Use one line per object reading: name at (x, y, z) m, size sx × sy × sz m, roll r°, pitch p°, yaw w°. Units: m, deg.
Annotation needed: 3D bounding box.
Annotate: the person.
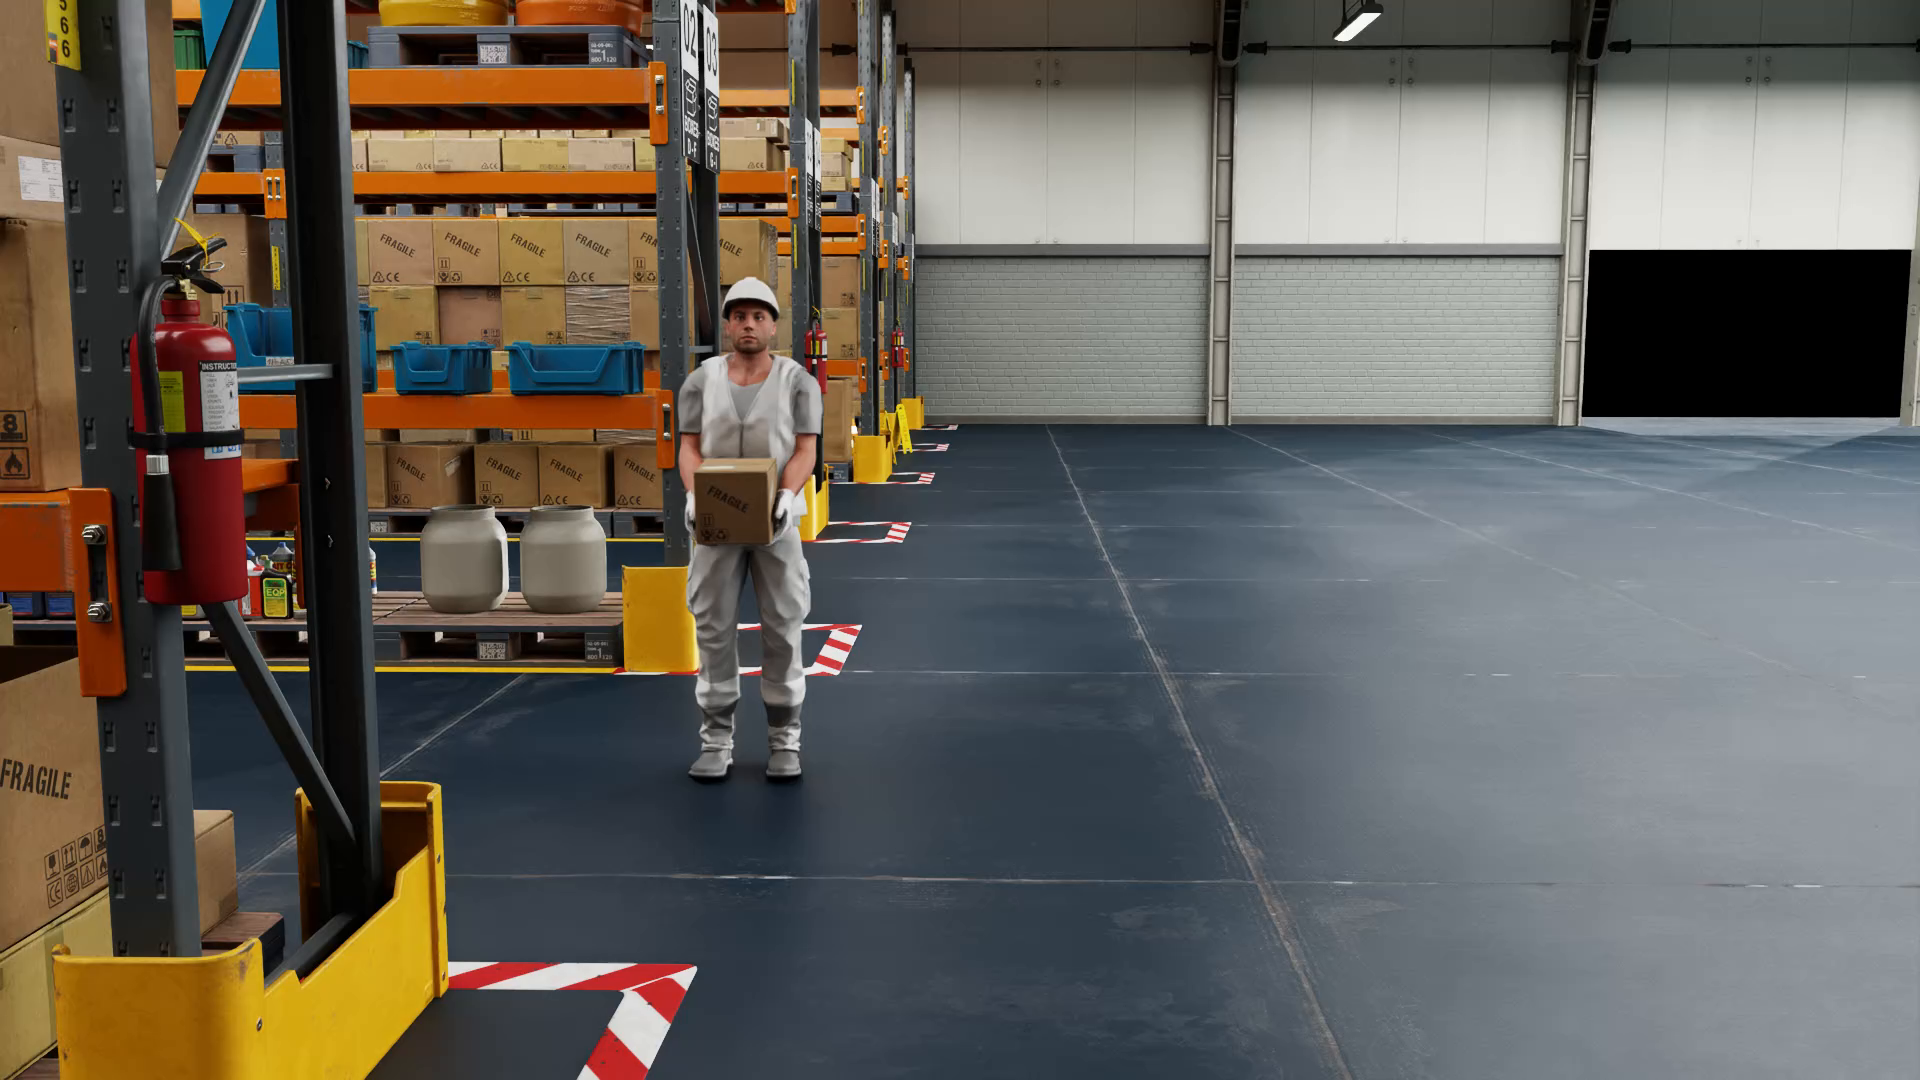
person at (-0.753, -0.030, 5.896) m, size 0.519 × 1.793 × 0.547 m, roll 0°, pitch 7°, yaw 1°
